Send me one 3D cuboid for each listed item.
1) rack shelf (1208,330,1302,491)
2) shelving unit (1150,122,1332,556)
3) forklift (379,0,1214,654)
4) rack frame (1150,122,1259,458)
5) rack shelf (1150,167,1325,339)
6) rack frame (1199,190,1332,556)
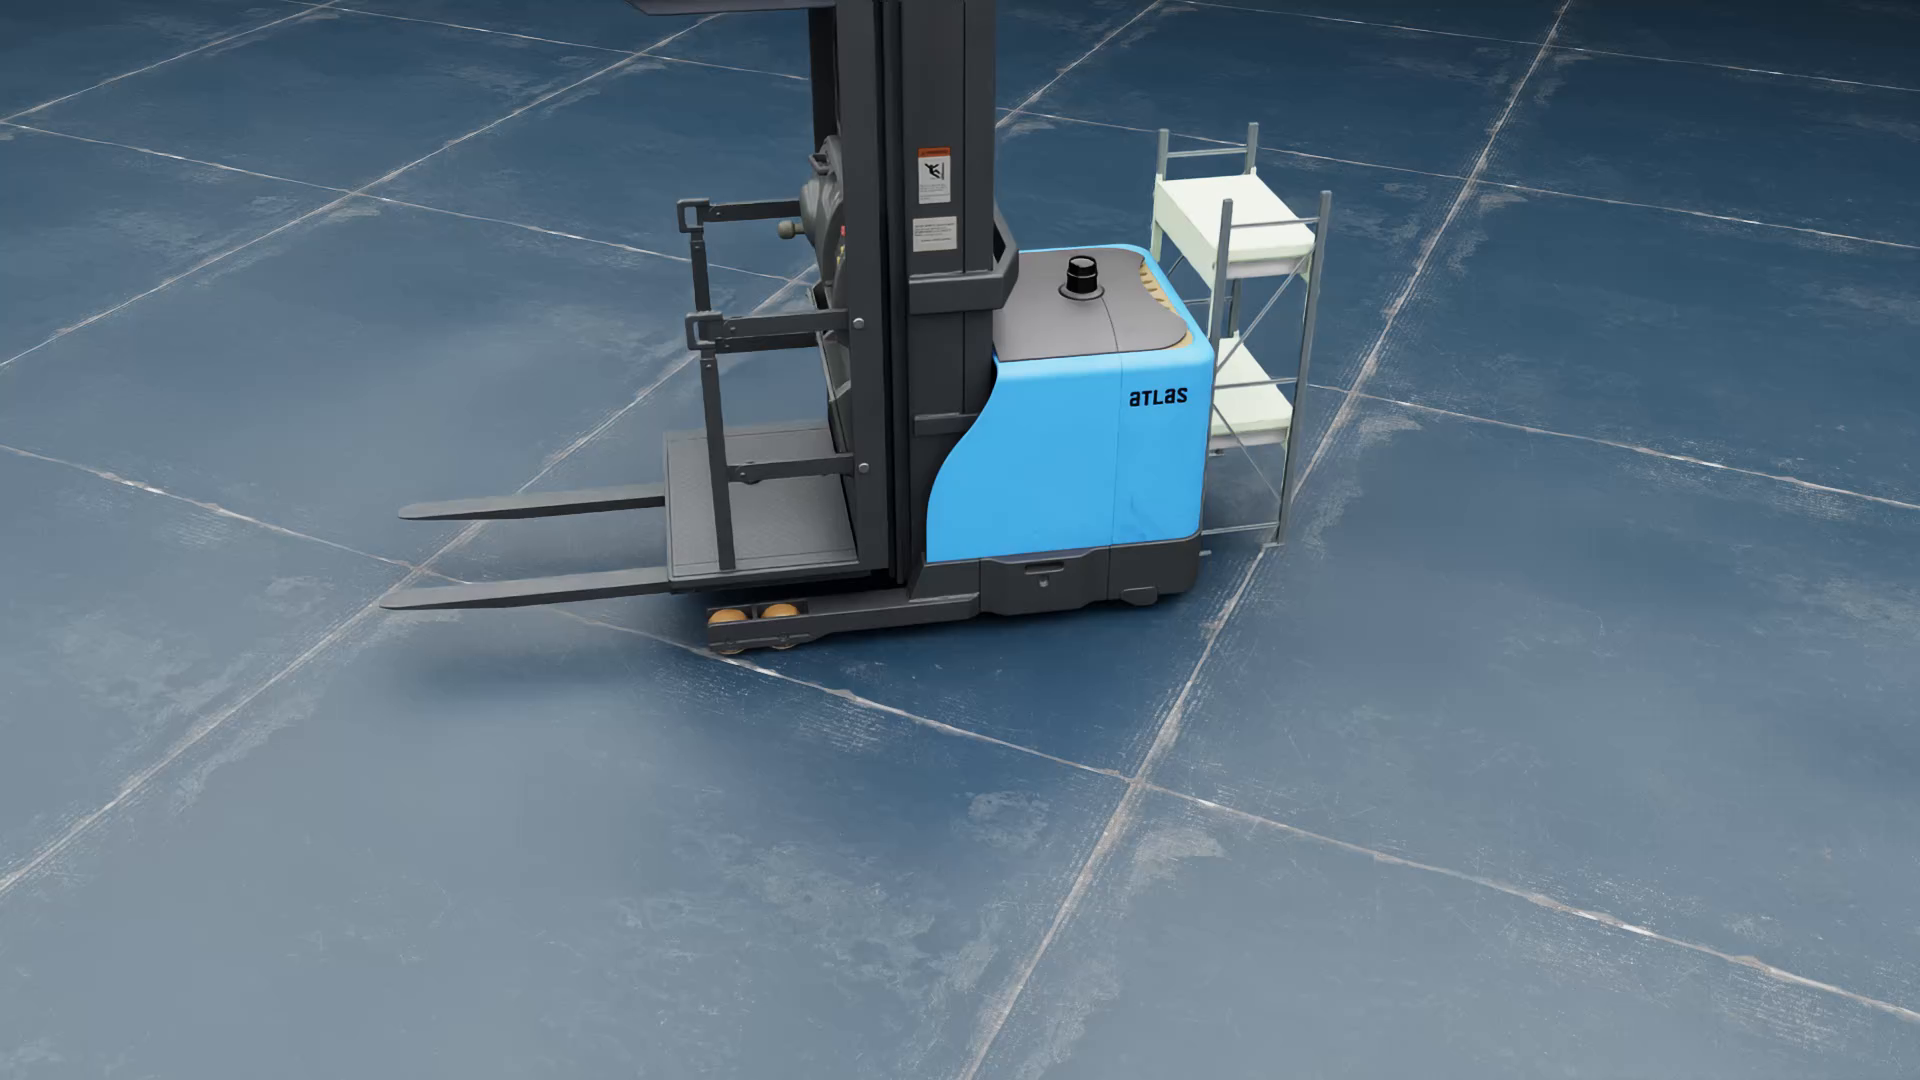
[{"bbox_3d":[1.040,-0.510,6.753,0.431,0.370,0.720,-6,34,-10],"label":"rack shelf"},{"bbox_3d":[1.041,-0.783,6.575,0.431,1.500,0.755,-6,34,-10],"label":"shelving unit"},{"bbox_3d":[-0.652,-1.118,5.783,3.031,2.935,1.130,-5,34,-8],"label":"forklift"},{"bbox_3d":[0.966,-0.980,6.874,0.400,1.500,0.023,-6,34,-10],"label":"rack frame"},{"bbox_3d":[1.043,-1.110,6.361,0.431,0.370,0.720,-6,34,-10],"label":"rack shelf"},{"bbox_3d":[1.117,-0.587,6.275,0.400,1.500,0.023,-6,34,-10],"label":"rack frame"}]
